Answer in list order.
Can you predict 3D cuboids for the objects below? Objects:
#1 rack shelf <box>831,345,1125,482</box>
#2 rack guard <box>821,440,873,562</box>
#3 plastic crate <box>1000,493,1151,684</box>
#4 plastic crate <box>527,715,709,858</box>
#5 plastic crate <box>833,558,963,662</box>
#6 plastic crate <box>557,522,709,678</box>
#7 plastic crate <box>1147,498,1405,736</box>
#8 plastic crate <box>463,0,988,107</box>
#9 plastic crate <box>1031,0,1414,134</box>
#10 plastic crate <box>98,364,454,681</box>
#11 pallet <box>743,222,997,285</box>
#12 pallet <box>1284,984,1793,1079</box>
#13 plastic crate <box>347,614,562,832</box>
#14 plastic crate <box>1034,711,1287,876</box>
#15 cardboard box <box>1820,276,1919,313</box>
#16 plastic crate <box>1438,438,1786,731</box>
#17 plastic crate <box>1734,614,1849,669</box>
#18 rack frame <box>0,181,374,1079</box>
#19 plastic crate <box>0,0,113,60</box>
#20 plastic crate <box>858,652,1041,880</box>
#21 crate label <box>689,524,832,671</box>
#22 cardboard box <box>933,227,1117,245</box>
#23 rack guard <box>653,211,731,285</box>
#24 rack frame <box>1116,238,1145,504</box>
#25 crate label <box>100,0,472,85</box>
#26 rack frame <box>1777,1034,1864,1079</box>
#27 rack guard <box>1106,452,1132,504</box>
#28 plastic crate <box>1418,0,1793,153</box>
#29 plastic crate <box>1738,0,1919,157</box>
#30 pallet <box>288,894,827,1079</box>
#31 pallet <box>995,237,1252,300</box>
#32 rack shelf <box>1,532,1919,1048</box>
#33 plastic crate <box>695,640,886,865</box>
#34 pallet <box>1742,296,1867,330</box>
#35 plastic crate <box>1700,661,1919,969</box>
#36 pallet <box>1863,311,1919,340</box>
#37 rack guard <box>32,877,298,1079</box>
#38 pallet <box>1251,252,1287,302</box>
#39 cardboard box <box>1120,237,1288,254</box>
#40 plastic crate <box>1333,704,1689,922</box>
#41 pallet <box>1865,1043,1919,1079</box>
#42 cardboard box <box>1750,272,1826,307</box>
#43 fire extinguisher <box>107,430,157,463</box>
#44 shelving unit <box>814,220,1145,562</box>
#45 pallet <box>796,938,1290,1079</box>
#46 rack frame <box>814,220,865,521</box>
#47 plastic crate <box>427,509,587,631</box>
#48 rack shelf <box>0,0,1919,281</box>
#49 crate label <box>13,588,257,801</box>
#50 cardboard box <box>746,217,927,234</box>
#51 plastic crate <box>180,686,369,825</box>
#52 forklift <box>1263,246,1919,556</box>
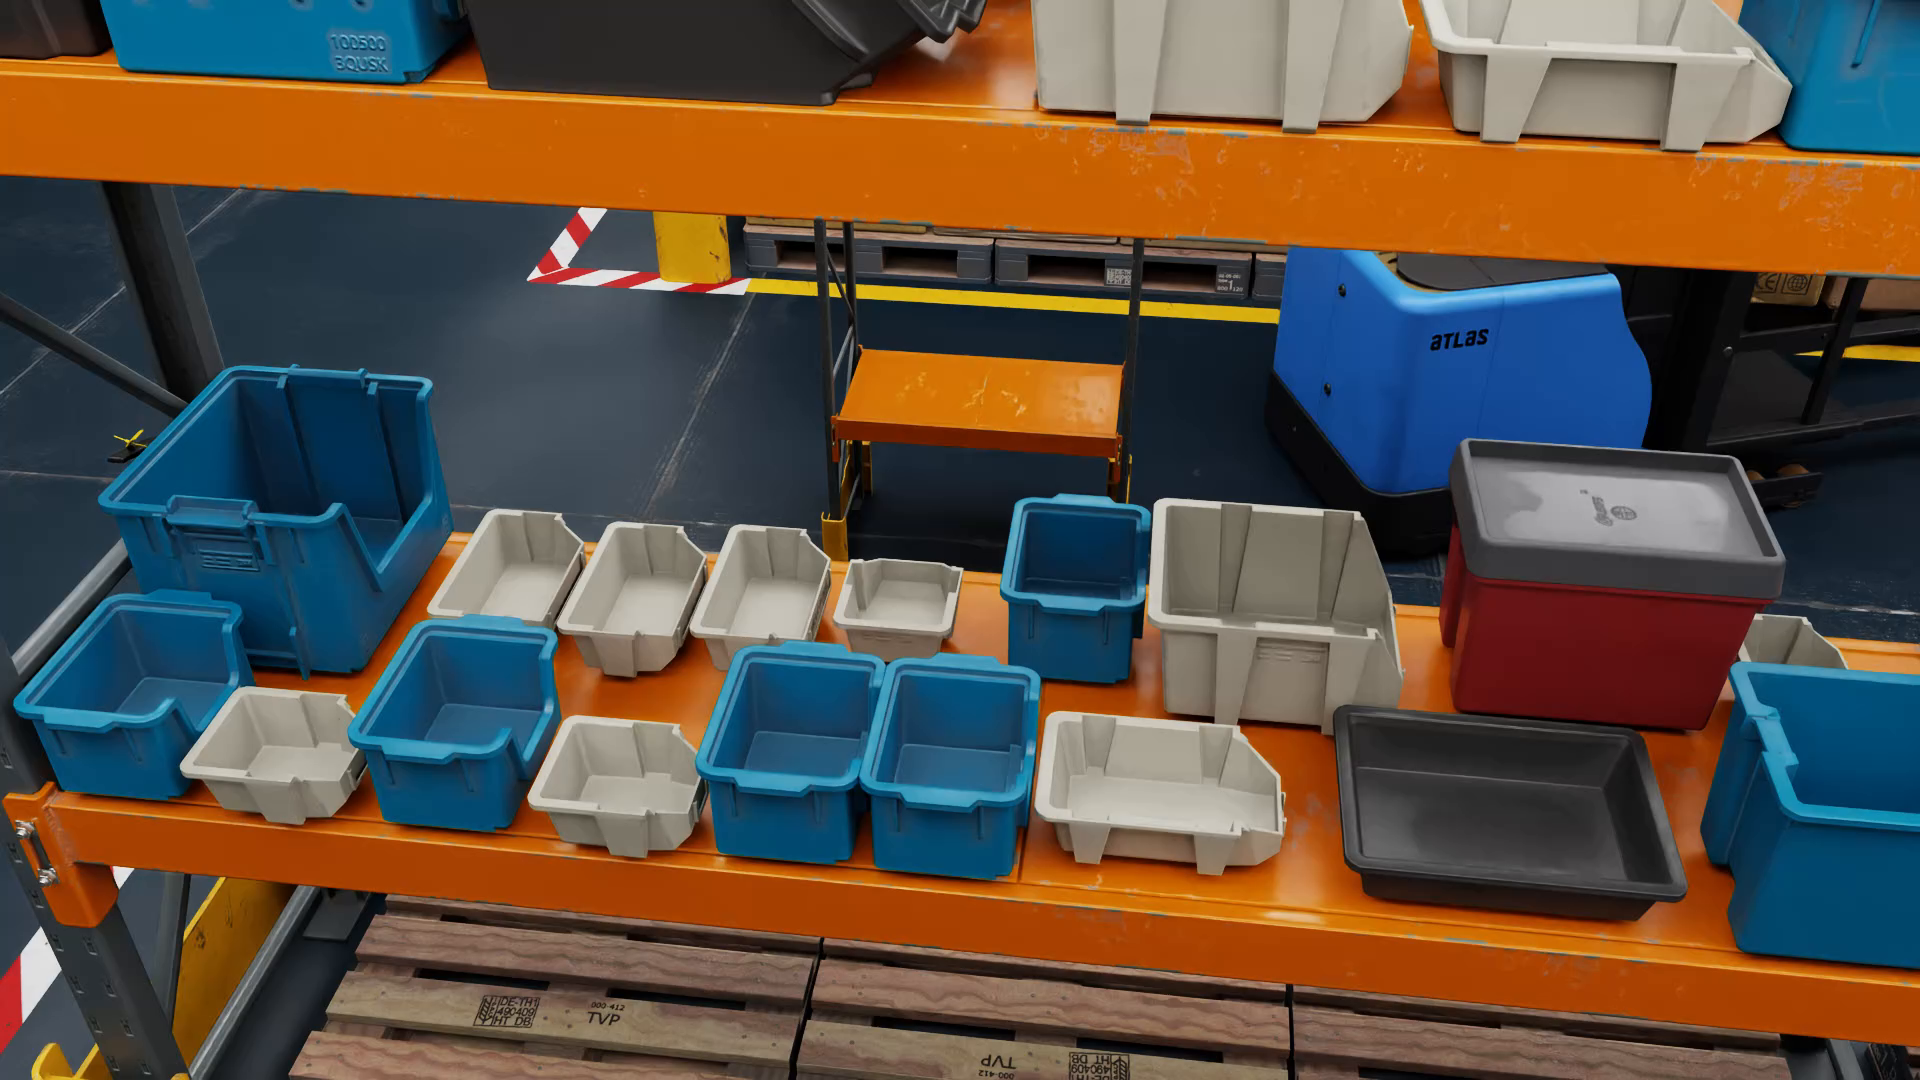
[{"bbox_3d":[0.085,-0.458,5.910,1.000,0.185,0.538,4,36,6],"label":"rack shelf"},{"bbox_3d":[-0.418,-0.133,6.221,0.087,0.250,0.587,4,36,6],"label":"rack guard"},{"bbox_3d":[0.250,0.114,3.600,0.300,0.233,0.416,4,36,6],"label":"plastic crate"},{"bbox_3d":[-0.636,0.479,3.172,0.298,0.136,0.250,4,36,6],"label":"plastic crate"},{"bbox_3d":[-0.127,0.153,3.629,0.250,0.136,0.298,4,36,6],"label":"plastic crate"},{"bbox_3d":[-0.702,0.135,3.654,0.243,0.136,0.396,4,36,6],"label":"plastic crate"},{"bbox_3d":[0.657,0.167,3.484,0.530,0.282,0.437,4,36,6],"label":"plastic crate"},{"bbox_3d":[-0.339,-0.858,2.341,0.767,0.338,0.504,4,36,6],"label":"plastic crate"},{"bbox_3d":[0.339,-0.765,2.259,0.530,0.282,0.437,4,36,6],"label":"plastic crate"},{"bbox_3d":[-1.464,-0.055,3.663,0.499,0.435,0.616,4,36,6],"label":"plastic crate"},{"bbox_3d":[-0.386,-1.638,8.364,1.213,0.211,1.003,4,36,6],"label":"pallet"},{"bbox_3d":[1.414,1.465,4.015,1.213,0.211,1.003,4,36,6],"label":"pallet"},{"bbox_3d":[-0.964,0.367,3.247,0.300,0.233,0.416,4,36,6],"label":"plastic crate"},{"bbox_3d":[0.382,0.490,3.157,0.466,0.136,0.293,4,36,6],"label":"plastic crate"},{"bbox_3d":[4.302,-1.696,7.512,0.875,0.875,1.225,3,36,4],"label":"cardboard box"},{"bbox_3d":[1.294,0.101,3.419,0.583,0.464,0.402,4,36,6],"label":"plastic crate"},{"bbox_3d":[1.704,0.328,3.383,0.243,0.136,0.396,4,36,6],"label":"plastic crate"},{"bbox_3d":[-1.820,0.066,3.575,0.127,3.000,1.000,4,36,6],"label":"rack frame"},{"bbox_3d":[-1.473,-0.912,2.477,0.590,0.269,0.497,4,36,6],"label":"plastic crate"},{"bbox_3d":[-0.013,0.438,3.147,0.300,0.233,0.416,4,36,6],"label":"plastic crate"},{"bbox_3d":[-0.423,0.142,3.645,0.243,0.136,0.396,4,36,6],"label":"crate label"},{"bbox_3d":[0.359,-2.025,7.973,0.875,0.875,0.875,4,36,6],"label":"cardboard box"},{"bbox_3d":[-1.212,-1.772,8.302,0.348,0.500,1.175,4,36,6],"label":"rack guard"},{"bbox_3d":[0.589,-0.567,5.753,0.032,1.500,0.500,4,36,6],"label":"rack frame"},{"bbox_3d":[-0.946,-0.840,2.390,0.502,0.251,0.408,4,36,6],"label":"crate label"},{"bbox_3d":[2.148,0.362,3.160,0.127,3.000,1.000,4,36,6],"label":"rack frame"},{"bbox_3d":[0.570,-0.059,6.118,0.087,0.250,0.587,4,36,6],"label":"rack guard"},{"bbox_3d":[0.838,-0.626,2.190,0.466,0.136,0.293,4,36,6],"label":"plastic crate"},{"bbox_3d":[1.204,-0.674,2.174,0.300,0.233,0.416,4,36,6],"label":"plastic crate"},{"bbox_3d":[-1.006,1.285,4.268,1.213,0.211,1.003,4,36,6],"label":"pallet"},{"bbox_3d":[0.821,-1.547,8.236,1.213,0.211,1.003,4,36,6],"label":"pallet"},{"bbox_3d":[0.164,0.507,3.577,4.000,0.370,1.077,4,36,6],"label":"rack shelf"},{"bbox_3d":[-0.311,0.415,3.178,0.300,0.233,0.416,4,36,6],"label":"plastic crate"},{"bbox_3d":[3.554,-1.343,7.950,1.213,0.211,1.003,4,36,6],"label":"pallet"},{"bbox_3d":[1.641,0.506,2.921,0.575,0.384,0.392,4,36,6],"label":"plastic crate"},{"bbox_3d":[4.767,-1.254,7.825,1.213,0.211,1.003,4,36,6],"label":"pallet"},{"bbox_3d":[-1.845,1.089,4.293,0.348,0.500,1.175,4,36,6],"label":"rack guard"},{"bbox_3d":[2.034,-1.458,8.111,1.213,0.211,1.003,4,36,6],"label":"pallet"},{"bbox_3d":[1.242,-1.959,7.881,0.875,0.875,0.875,4,36,6],"label":"cardboard box"},{"bbox_3d":[1.003,0.522,3.122,0.590,0.125,0.437,4,36,6],"label":"plastic crate"},{"bbox_3d":[2.908,1.578,3.857,1.213,0.211,1.003,4,36,6],"label":"pallet"},{"bbox_3d":[3.416,-1.762,7.604,0.875,0.875,1.225,4,36,6],"label":"cardboard box"},{"bbox_3d":[-1.911,-0.023,4.088,0.183,0.674,0.296,4,36,6],"label":"fire extinguisher"},{"bbox_3d":[0.076,-0.605,5.806,1.083,1.500,0.587,4,36,6],"label":"shelving unit"},{"bbox_3d":[0.200,1.376,4.140,1.213,0.211,1.003,4,36,6],"label":"pallet"},{"bbox_3d":[-0.420,-0.642,5.858,0.032,1.500,0.500,4,36,6],"label":"rack frame"},{"bbox_3d":[-0.988,0.105,3.696,0.243,0.136,0.396,4,36,6],"label":"plastic crate"},{"bbox_3d":[0.164,-0.714,2.705,4.000,0.370,1.077,4,36,6],"label":"rack shelf"},{"bbox_3d":[-1.617,0.318,3.315,0.303,0.233,0.416,4,36,6],"label":"crate label"},{"bbox_3d":[-0.544,-2.092,8.067,0.875,0.875,0.875,4,36,6],"label":"cardboard box"},{"bbox_3d":[-1.309,0.429,3.243,0.298,0.136,0.250,4,36,6],"label":"plastic crate"},{"bbox_3d":[2.818,-1.583,5.945,3.031,2.935,1.130,-8,36,-11],"label":"forklift"}]
